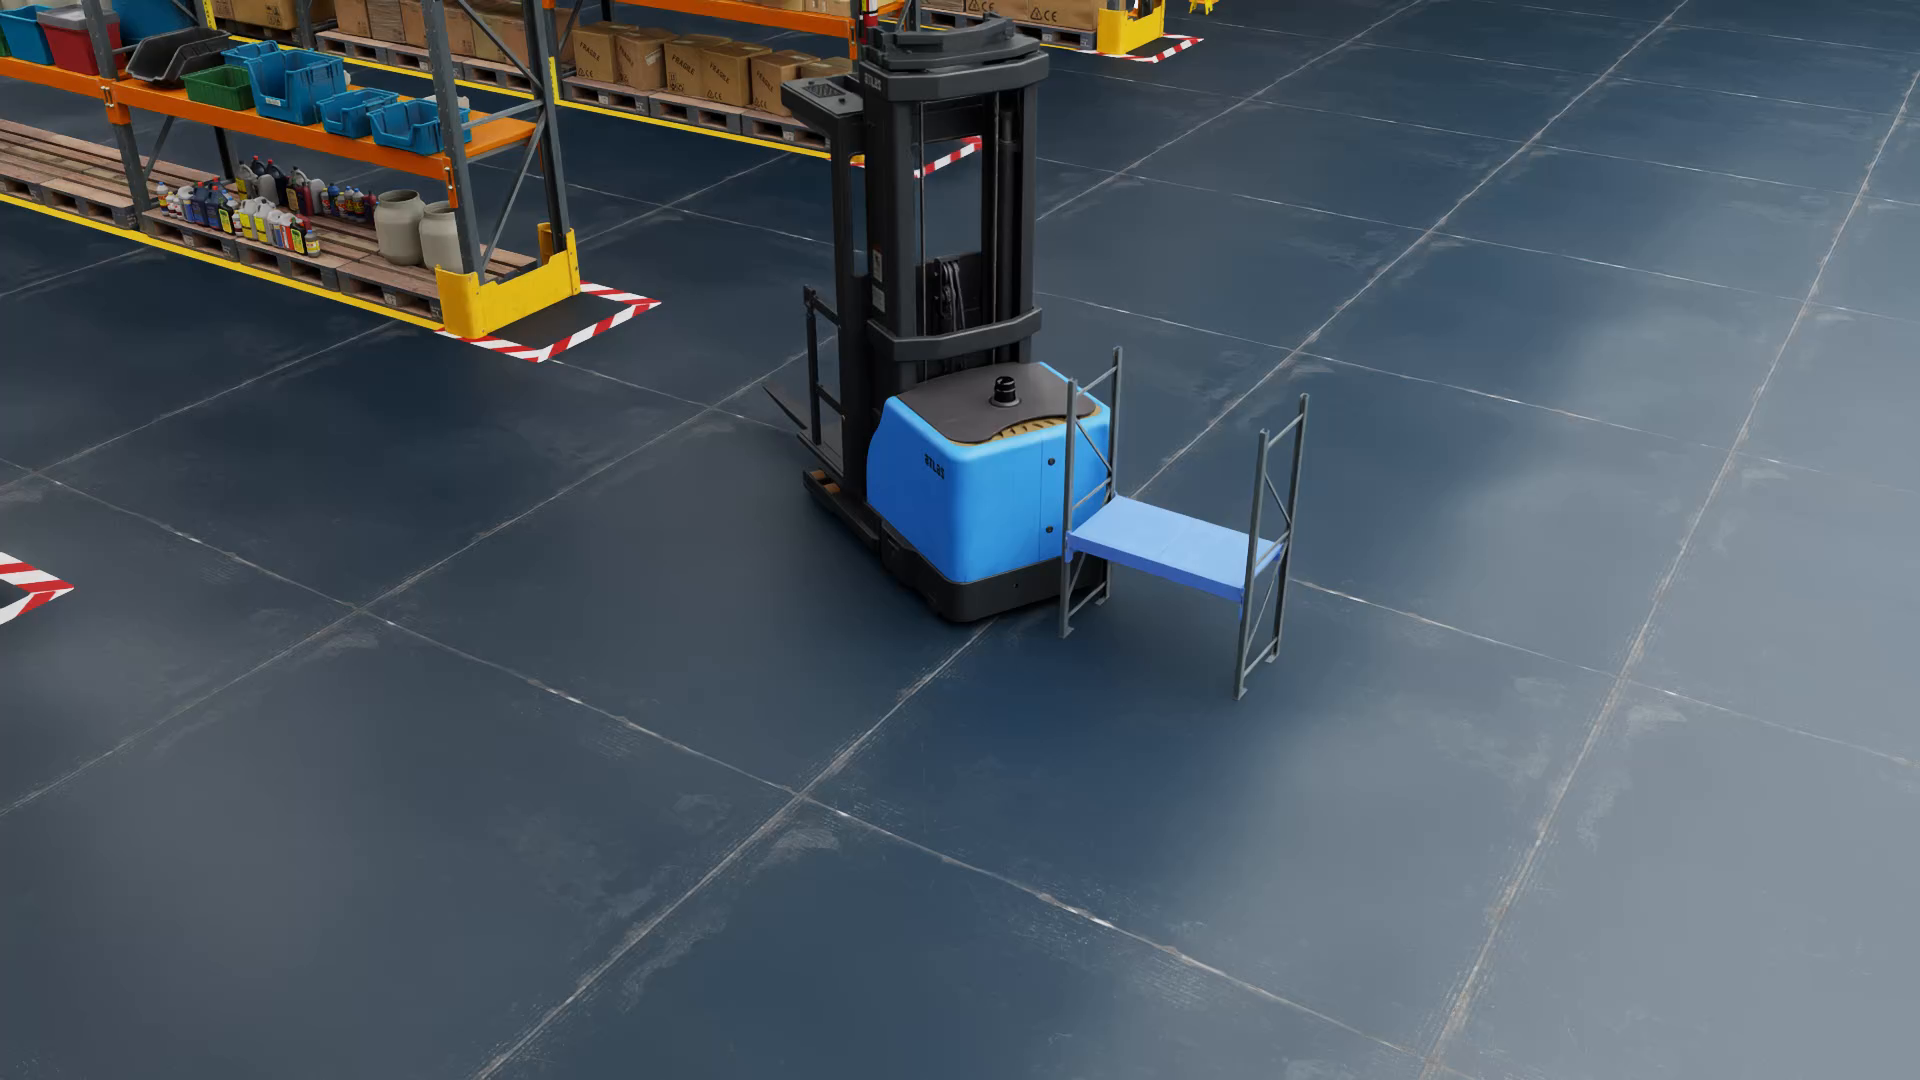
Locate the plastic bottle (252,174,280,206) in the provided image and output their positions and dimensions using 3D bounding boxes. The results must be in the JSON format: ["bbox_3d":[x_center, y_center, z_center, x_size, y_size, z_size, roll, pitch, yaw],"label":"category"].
[{"bbox_3d":[-5.915,-2.976,14.141,0.135,0.276,0.152,18,35,27],"label":"plastic bottle"}]

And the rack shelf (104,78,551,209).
[{"bbox_3d":[-5.025,-3.287,13.122,4.000,0.370,1.077,18,35,27],"label":"rack shelf"}]

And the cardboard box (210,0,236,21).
[{"bbox_3d":[-8.798,-7.019,20.496,0.875,0.875,1.225,18,35,27],"label":"cardboard box"}]

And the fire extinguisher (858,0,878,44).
[{"bbox_3d":[-0.846,-4.915,15.275,0.183,0.674,0.296,18,35,27],"label":"fire extinguisher"}]

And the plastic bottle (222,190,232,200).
[{"bbox_3d":[-6.069,-2.765,13.783,0.097,0.271,0.097,0,30,0],"label":"plastic bottle"}]

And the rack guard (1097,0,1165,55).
[{"bbox_3d":[2.045,-6.180,19.847,0.348,0.500,1.175,18,35,27],"label":"rack guard"}]

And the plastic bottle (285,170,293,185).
[{"bbox_3d":[-5.697,-3.024,14.215,0.133,0.283,0.061,20,36,31],"label":"plastic bottle"}]

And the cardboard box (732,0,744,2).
[{"bbox_3d":[-2.116,-5.384,16.251,0.250,0.149,0.380,18,35,27],"label":"cardboard box"}]

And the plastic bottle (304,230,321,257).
[{"bbox_3d":[-5.119,-2.348,13.139,0.097,0.201,0.097,0,30,0],"label":"plastic bottle"}]

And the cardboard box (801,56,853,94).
[{"bbox_3d":[-1.218,-4.452,16.469,0.500,0.500,0.500,25,39,36],"label":"cardboard box"}]

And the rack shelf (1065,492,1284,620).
[{"bbox_3d":[1.100,0.067,8.504,1.000,0.185,0.538,18,35,28],"label":"rack shelf"}]

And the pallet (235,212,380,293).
[{"bbox_3d":[-5.134,-2.405,13.663,1.213,0.211,1.003,18,35,27],"label":"pallet"}]

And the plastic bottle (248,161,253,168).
[{"bbox_3d":[-6.136,-3.162,14.453,0.133,0.283,0.061,19,35,30],"label":"plastic bottle"}]

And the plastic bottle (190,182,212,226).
[{"bbox_3d":[-6.256,-2.786,13.741,0.185,0.351,0.144,19,35,29],"label":"plastic bottle"}]

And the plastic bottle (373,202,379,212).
[{"bbox_3d":[-4.788,-2.690,13.724,0.097,0.201,0.097,0,30,0],"label":"plastic bottle"}]

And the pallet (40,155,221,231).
[{"bbox_3d":[-7.404,-3.123,14.894,1.213,0.211,1.003,18,35,27],"label":"pallet"}]

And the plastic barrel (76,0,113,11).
[{"bbox_3d":[-7.412,-4.542,14.424,0.433,0.535,0.433,0,30,0],"label":"plastic barrel"}]

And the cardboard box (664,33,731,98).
[{"bbox_3d":[-2.711,-4.942,17.308,0.500,0.500,0.500,14,33,23],"label":"cardboard box"}]

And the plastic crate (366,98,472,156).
[{"bbox_3d":[-3.914,-3.004,12.070,0.616,0.251,0.499,18,35,27],"label":"plastic crate"}]

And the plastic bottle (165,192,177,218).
[{"bbox_3d":[-6.596,-2.815,13.939,0.097,0.201,0.097,0,30,0],"label":"plastic bottle"}]

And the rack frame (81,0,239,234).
[{"bbox_3d":[-6.719,-4.134,13.859,0.127,3.000,1.000,18,35,27],"label":"rack frame"}]

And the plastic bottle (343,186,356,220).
[{"bbox_3d":[-5.076,-2.811,13.863,0.097,0.271,0.097,0,30,0],"label":"plastic bottle"}]

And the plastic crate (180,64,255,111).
[{"bbox_3d":[-5.719,-3.558,13.082,0.662,0.188,0.450,18,35,27],"label":"plastic crate"}]

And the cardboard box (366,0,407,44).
[{"bbox_3d":[-6.419,-6.115,19.300,0.500,0.500,0.700,15,33,23],"label":"cardboard box"}]

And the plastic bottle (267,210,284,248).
[{"bbox_3d":[-5.436,-2.497,13.320,0.135,0.276,0.152,17,34,26],"label":"plastic bottle"}]

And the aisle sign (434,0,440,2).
[{"bbox_3d":[-3.428,-4.039,11.117,0.004,0.787,0.394,18,35,27],"label":"aisle sign"}]

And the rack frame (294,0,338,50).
[{"bbox_3d":[-7.473,-7.319,19.319,0.127,3.000,1.000,18,35,27],"label":"rack frame"}]

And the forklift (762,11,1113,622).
[{"bbox_3d":[-0.302,-1.542,9.485,1.130,2.935,3.031,-16,34,-25],"label":"forklift"}]

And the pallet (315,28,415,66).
[{"bbox_3d":[-6.812,-5.905,19.662,1.213,0.211,1.003,18,35,27],"label":"pallet"}]

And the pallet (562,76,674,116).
[{"bbox_3d":[-3.498,-4.878,17.902,1.213,0.211,1.003,18,35,27],"label":"pallet"}]

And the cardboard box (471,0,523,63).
[{"bbox_3d":[-4.988,-5.667,18.532,0.500,0.500,0.700,17,34,27],"label":"cardboard box"}]

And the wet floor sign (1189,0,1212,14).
[{"bbox_3d":[3.102,-7.086,21.256,0.232,0.644,0.267,12,32,19],"label":"wet floor sign"}]

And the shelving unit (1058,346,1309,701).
[{"bbox_3d":[1.100,-0.089,8.413,1.048,1.500,0.538,18,35,28],"label":"shelving unit"}]

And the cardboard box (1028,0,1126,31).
[{"bbox_3d":[1.415,-6.683,19.920,0.875,0.875,0.875,18,35,28],"label":"cardboard box"}]

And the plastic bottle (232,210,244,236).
[{"bbox_3d":[-5.868,-2.585,13.545,0.097,0.201,0.097,0,30,0],"label":"plastic bottle"}]

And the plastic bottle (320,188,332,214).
[{"bbox_3d":[-5.334,-2.862,14.020,0.097,0.201,0.097,0,30,0],"label":"plastic bottle"}]

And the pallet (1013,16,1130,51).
[{"bbox_3d":[1.306,-6.242,20.240,1.213,0.211,1.003,18,35,27],"label":"pallet"}]

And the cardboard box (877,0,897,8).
[{"bbox_3d":[-0.812,-5.246,16.014,0.250,0.149,0.380,18,35,27],"label":"cardboard box"}]

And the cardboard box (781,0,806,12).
[{"bbox_3d":[-1.499,-5.168,15.881,0.250,0.149,0.380,18,35,27],"label":"cardboard box"}]

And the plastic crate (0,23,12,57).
[{"bbox_3d":[-8.344,-4.388,14.505,0.662,0.188,0.450,18,35,27],"label":"plastic crate"}]

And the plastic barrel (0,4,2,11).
[{"bbox_3d":[-8.765,-4.956,15.158,0.421,0.512,0.421,0,30,0],"label":"plastic barrel"}]
